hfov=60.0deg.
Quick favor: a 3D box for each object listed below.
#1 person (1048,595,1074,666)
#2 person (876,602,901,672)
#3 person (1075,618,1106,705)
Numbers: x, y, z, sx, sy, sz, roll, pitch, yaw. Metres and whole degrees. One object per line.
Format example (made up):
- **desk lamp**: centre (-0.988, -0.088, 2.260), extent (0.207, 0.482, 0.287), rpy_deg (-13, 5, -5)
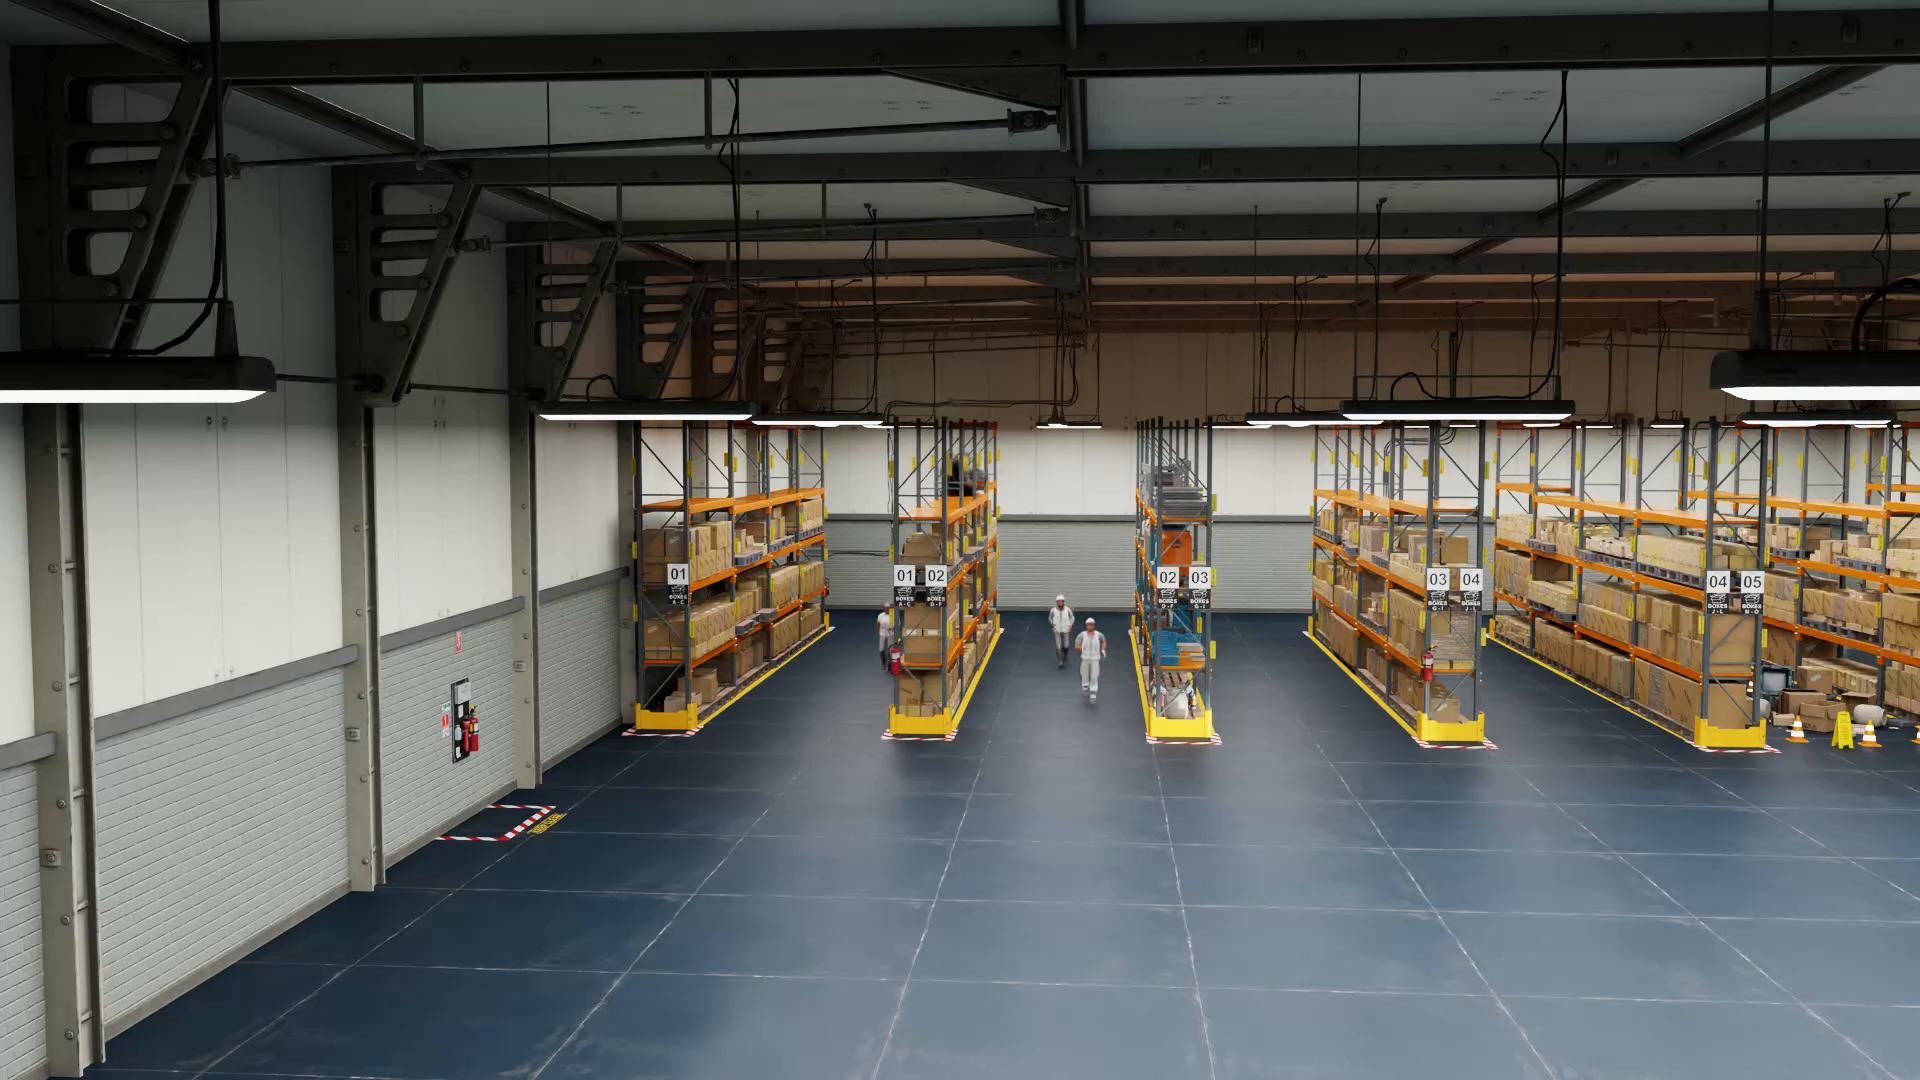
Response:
- **person**: centre (2.463, 2.185, 40.420), extent (0.635, 1.675, 0.563), rpy_deg (0, 4, 3)
- **person**: centre (-1.717, 2.302, 39.529), extent (0.634, 1.692, 0.587), rpy_deg (1, 4, 12)
- **person**: centre (2.743, 2.525, 34.992), extent (0.662, 1.766, 0.993), rpy_deg (0, 4, 3)
